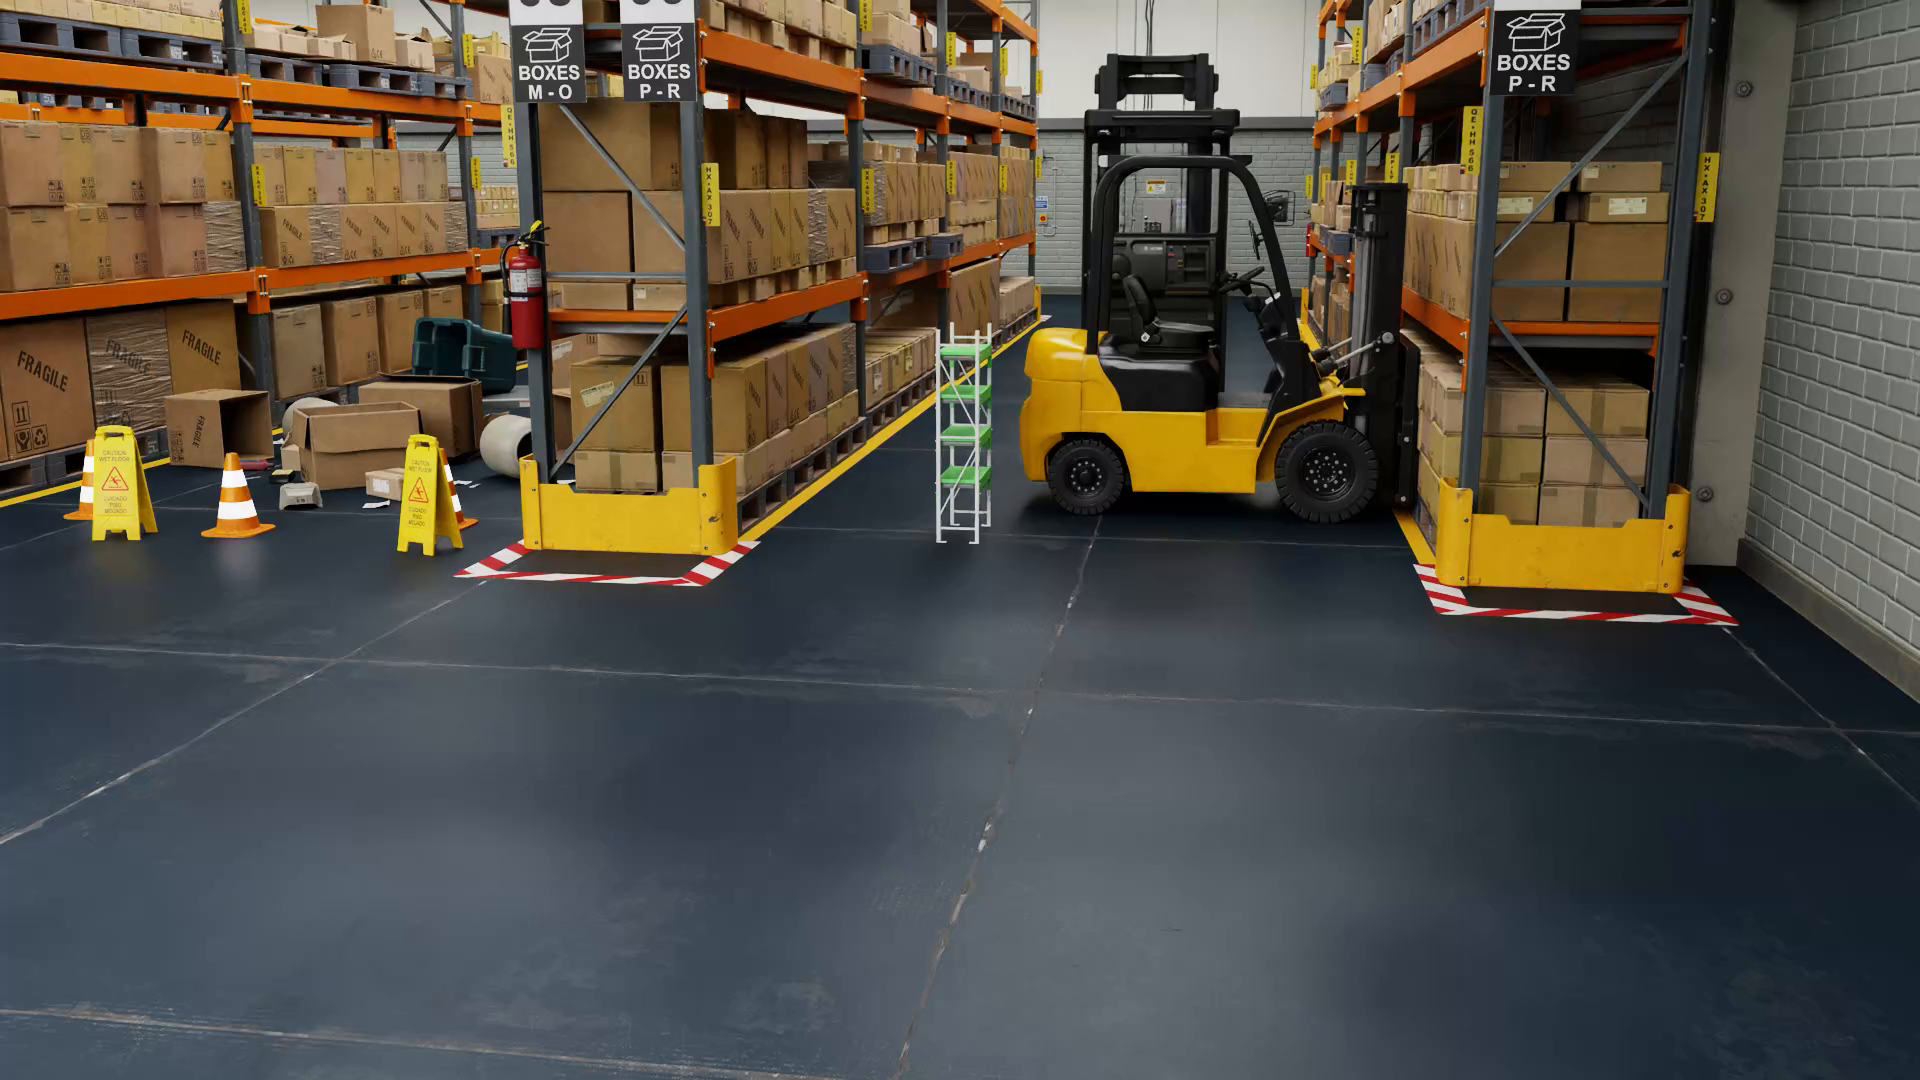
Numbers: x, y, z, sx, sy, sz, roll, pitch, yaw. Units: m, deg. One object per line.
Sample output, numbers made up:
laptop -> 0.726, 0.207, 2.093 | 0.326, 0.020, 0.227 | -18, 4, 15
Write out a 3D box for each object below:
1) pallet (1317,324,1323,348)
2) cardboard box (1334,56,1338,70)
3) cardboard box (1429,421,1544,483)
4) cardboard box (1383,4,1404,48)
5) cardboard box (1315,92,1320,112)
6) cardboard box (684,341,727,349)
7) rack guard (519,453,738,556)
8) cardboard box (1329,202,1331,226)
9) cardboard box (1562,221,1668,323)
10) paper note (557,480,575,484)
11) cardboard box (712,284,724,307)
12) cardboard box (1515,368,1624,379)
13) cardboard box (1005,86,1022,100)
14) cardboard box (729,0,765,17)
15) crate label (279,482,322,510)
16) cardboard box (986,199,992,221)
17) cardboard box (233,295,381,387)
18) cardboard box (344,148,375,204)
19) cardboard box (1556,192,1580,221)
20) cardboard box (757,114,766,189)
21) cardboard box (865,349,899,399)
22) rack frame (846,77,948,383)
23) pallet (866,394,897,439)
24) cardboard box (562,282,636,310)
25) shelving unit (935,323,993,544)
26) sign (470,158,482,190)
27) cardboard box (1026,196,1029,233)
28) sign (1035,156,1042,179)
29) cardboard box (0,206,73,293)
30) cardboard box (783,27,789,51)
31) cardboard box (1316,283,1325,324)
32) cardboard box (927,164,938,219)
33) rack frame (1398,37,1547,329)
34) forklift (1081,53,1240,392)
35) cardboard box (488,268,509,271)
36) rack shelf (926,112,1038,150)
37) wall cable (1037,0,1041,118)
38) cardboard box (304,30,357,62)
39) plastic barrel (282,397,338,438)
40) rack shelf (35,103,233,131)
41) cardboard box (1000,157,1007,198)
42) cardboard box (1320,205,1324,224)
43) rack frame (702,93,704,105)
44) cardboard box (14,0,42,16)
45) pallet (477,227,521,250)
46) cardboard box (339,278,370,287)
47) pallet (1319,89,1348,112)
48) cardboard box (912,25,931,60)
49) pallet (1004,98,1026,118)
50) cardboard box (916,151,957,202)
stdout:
pallet -> 5.001, -2.536, 20.759 | 1.003, 0.211, 1.213 | 2, 12, 9
cardboard box -> 4.350, -5.287, 18.444 | 0.380, 0.149, 0.250 | 2, 12, 8
cardboard box -> 2.815, -0.475, 8.921 | 0.500, 0.250, 0.500 | 2, 12, 8
cardboard box -> 3.652, -4.086, 13.190 | 0.500, 0.311, 0.500 | 1, 12, 7
cardboard box -> 5.171, -6.044, 22.946 | 0.500, 0.250, 0.500 | 2, 12, 8
cardboard box -> -1.830, -1.035, 10.924 | 0.500, 0.500, 0.500 | 2, 12, 7
rack guard -> -1.845, -0.212, 9.290 | 1.175, 0.500, 0.348 | 2, 12, 9
cardboard box -> 4.301, -3.619, 18.487 | 0.396, 0.266, 0.258 | 2, 12, 11
cardboard box -> 3.399, -1.401, 8.637 | 0.500, 0.500, 0.500 | 2, 12, 10
paper note -> -2.684, -0.401, 11.282 | 0.142, 0.019, 0.148 | -2, 12, -11
cardboard box -> -1.575, -1.412, 9.523 | 0.380, 0.149, 0.250 | 2, 12, 9
cardboard box -> 3.383, -0.806, 9.270 | 0.500, 0.250, 0.500 | 2, 12, 9
cardboard box -> 0.624, -6.299, 23.605 | 0.500, 0.250, 0.500 | 1, 12, 3
cardboard box -> -1.429, -3.157, 9.552 | 0.500, 0.250, 0.500 | 2, 12, 8
crate label -> -4.155, -0.281, 10.471 | 0.250, 0.136, 0.298 | -5, 13, -21
cardboard box -> 0.092, -3.883, 19.561 | 0.500, 0.250, 0.500 | 2, 12, 10
cardboard box -> -5.989, -1.828, 15.201 | 1.050, 0.750, 0.750 | 2, 12, 9
cardboard box -> -5.843, -3.349, 15.301 | 0.700, 0.500, 0.500 | 2, 12, 8
cardboard box -> 3.332, -1.740, 8.668 | 0.380, 0.149, 0.250 | 2, 12, 9
cardboard box -> -1.727, -2.640, 11.306 | 0.700, 0.500, 0.500 | 2, 12, 7
cardboard box -> -1.056, -1.430, 14.252 | 0.950, 0.372, 0.625 | 3, 12, 12
rack frame -> -0.626, -3.083, 16.681 | 1.000, 3.000, 0.127 | 2, 12, 9
pallet -> -1.123, -1.050, 13.863 | 1.003, 0.211, 1.213 | 2, 12, 9
cardboard box -> -2.010, -1.380, 9.373 | 0.380, 0.149, 0.250 | 2, 12, 11
shelving unit -> 0.025, -0.621, 9.527 | 0.258, 1.200, 0.503 | 2, 12, 9
sign -> -4.984, -3.771, 17.125 | 0.100, 0.325, 0.005 | 2, 12, 9
cardboard box -> 0.699, -4.585, 23.409 | 0.500, 0.500, 0.500 | 2, 12, 7
sign -> 1.138, -5.410, 24.166 | 0.100, 0.325, 0.005 | 2, 12, 9
cardboard box -> -6.478, -1.937, 11.006 | 0.875, 0.550, 0.550 | 2, 12, 9
cardboard box -> -1.290, -3.145, 10.445 | 0.380, 0.149, 0.250 | 2, 12, 7
cardboard box -> 4.992, -3.055, 21.485 | 0.700, 0.500, 0.500 | 1, 12, 7
cardboard box -> -0.490, -3.271, 15.613 | 0.500, 0.500, 0.500 | 2, 12, 8
rack frame -> 3.664, -2.091, 12.074 | 1.000, 3.000, 0.127 | 2, 12, 9
forklift -> 1.453, -2.116, 12.355 | 1.130, 2.935, 3.031 | 1, 12, 3
cardboard box -> -5.372, -3.149, 20.142 | 0.500, 0.250, 0.500 | 2, 12, 10
rack shelf -> 0.297, -5.447, 22.236 | 1.077, 0.370, 4.000 | 2, 12, 9
wall cable -> 1.201, -8.875, 29.313 | 0.463, 3.000, 0.029 | 2, 12, 9
cardboard box -> -5.651, -4.428, 14.883 | 0.396, 0.266, 0.258 | 2, 12, 9
plastic barrel -> -4.807, -0.845, 12.409 | 0.421, 0.421, 0.512 | -10, 16, -40
rack shelf -> -10.111, -4.935, 19.862 | 1.077, 0.370, 4.000 | 2, 12, 9
cardboard box -> 0.302, -4.545, 20.852 | 0.500, 0.500, 0.500 | 2, 12, 9
cardboard box -> 4.884, -4.150, 21.281 | 0.500, 0.250, 0.500 | 2, 12, 8
rack frame -> -4.303, -7.821, 24.423 | 1.000, 3.000, 0.127 | 2, 12, 9
cardboard box -> -6.200, -3.479, 10.757 | 0.380, 0.149, 0.250 | 2, 12, 8
pallet -> -5.529, -3.281, 18.052 | 1.213, 0.211, 1.003 | 2, 12, 9
cardboard box -> -9.347, -3.911, 24.568 | 0.875, 0.875, 0.875 | 2, 12, 9
pallet -> 4.725, -4.997, 18.886 | 1.213, 0.211, 1.003 | 2, 12, 9
cardboard box -> -0.717, -4.889, 16.696 | 0.797, 0.503, 0.637 | 1, 12, 5
pallet -> 0.315, -5.762, 22.201 | 1.003, 0.211, 1.213 | 2, 12, 9
cardboard box -> -0.309, -3.716, 17.004 | 0.500, 0.500, 0.500 | 1, 12, 7
